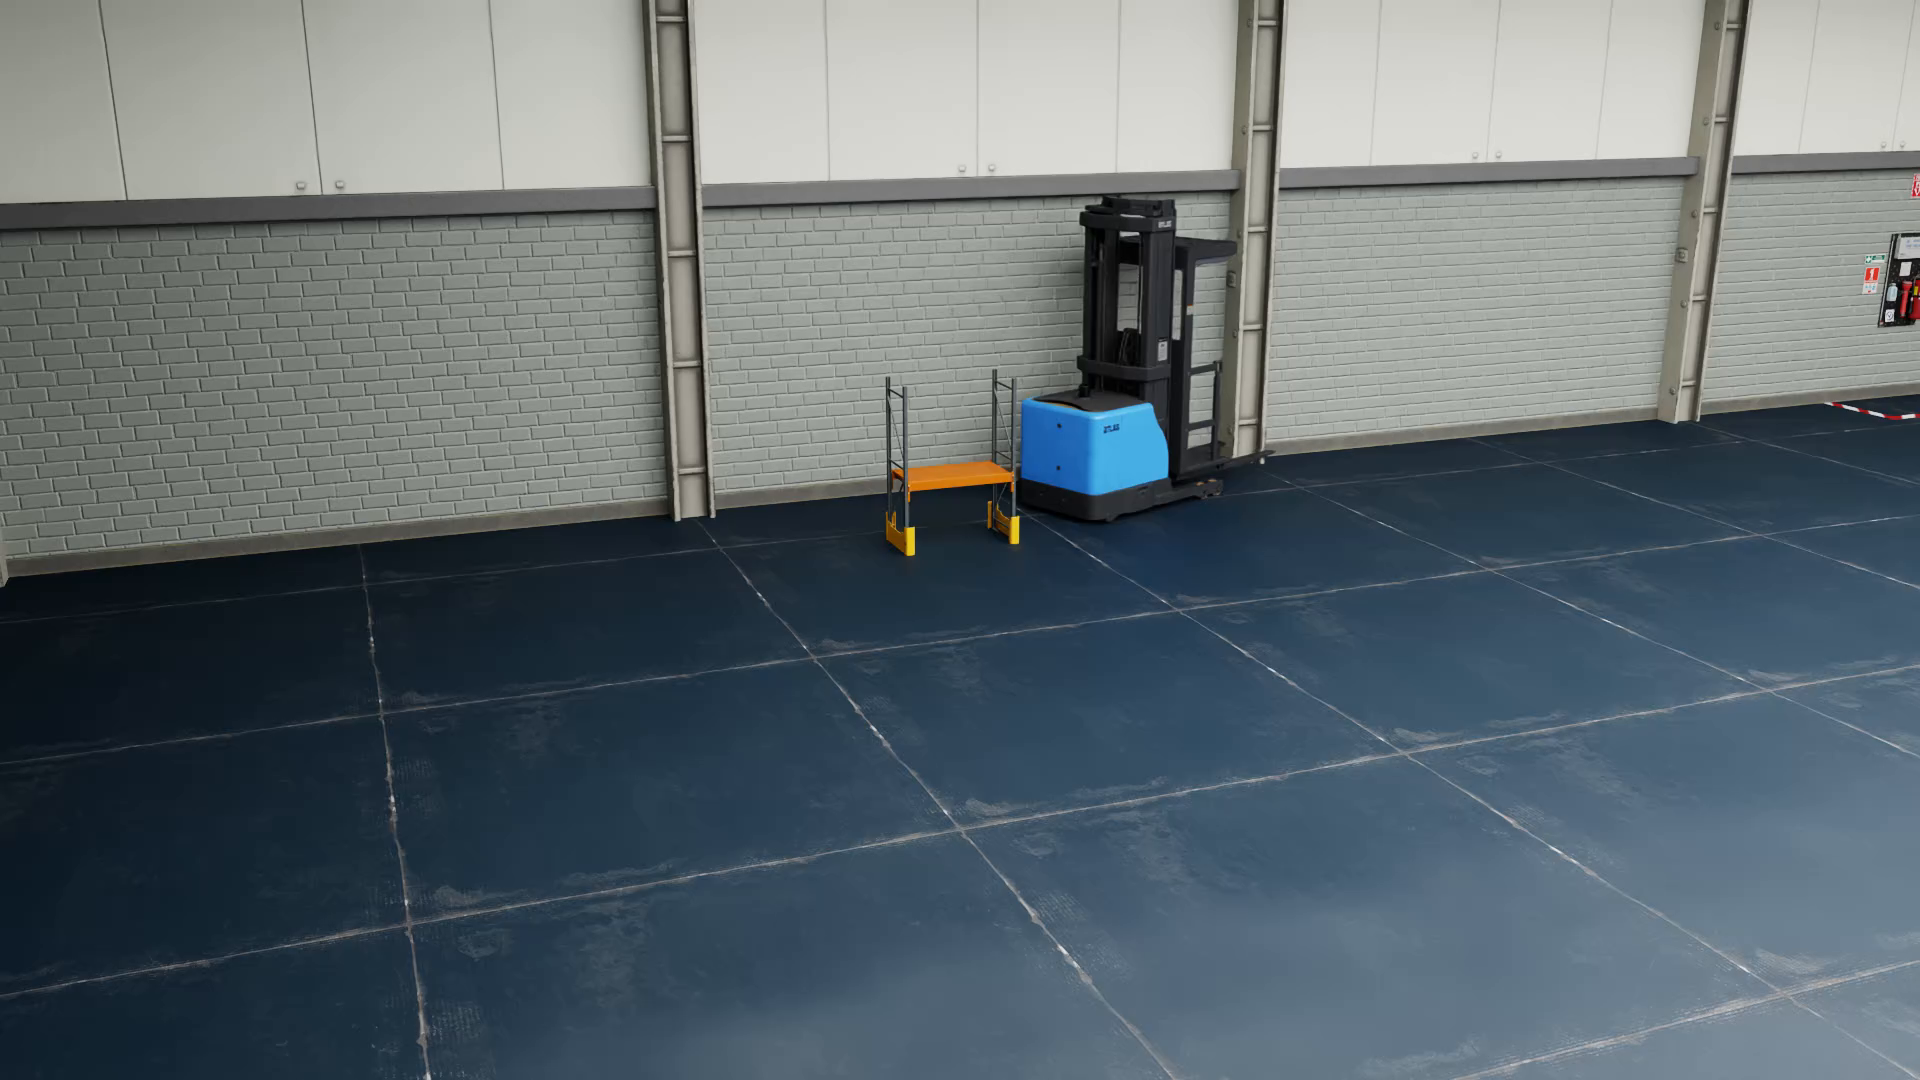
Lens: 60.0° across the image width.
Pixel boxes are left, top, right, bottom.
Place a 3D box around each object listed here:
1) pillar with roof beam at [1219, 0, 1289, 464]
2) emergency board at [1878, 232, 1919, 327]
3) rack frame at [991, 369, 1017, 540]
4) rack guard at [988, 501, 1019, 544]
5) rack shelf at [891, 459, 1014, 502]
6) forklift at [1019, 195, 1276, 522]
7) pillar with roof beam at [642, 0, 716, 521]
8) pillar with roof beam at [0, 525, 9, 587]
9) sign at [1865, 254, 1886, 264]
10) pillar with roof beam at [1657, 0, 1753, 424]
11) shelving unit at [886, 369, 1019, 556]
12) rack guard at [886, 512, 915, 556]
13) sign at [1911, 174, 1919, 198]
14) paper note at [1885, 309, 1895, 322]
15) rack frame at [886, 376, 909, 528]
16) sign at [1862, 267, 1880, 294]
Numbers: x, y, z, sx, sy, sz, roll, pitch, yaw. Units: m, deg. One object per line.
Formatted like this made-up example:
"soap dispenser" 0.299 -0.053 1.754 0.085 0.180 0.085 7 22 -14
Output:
"pillar with roof beam" 4.578 -4.028 12.844 0.400 9.000 9.100 -6 17 -20
"emergency board" 11.922 -3.253 20.852 0.643 1.169 0.194 -6 17 -20
"rack frame" 0.395 -0.762 15.032 0.032 1.500 0.500 -6 17 -20
"rack guard" 0.394 -0.162 15.208 0.087 0.250 0.587 -6 17 -20
"rack shelf" -0.080 -0.538 14.908 1.000 0.185 0.538 -6 17 -20
"forklift" 1.990 -1.905 16.384 3.031 2.935 1.130 -15 22 -41
"pillar with roof beam" -1.024 -3.423 10.784 0.400 9.000 9.100 -6 17 -20
"pillar with roof beam" -6.627 -2.818 8.724 0.400 9.000 9.100 -6 17 -20
"sign" 11.376 -3.494 20.668 0.331 0.109 0.001 -6 17 -20
"pillar with roof beam" 10.181 -4.633 14.904 0.400 9.000 9.100 -6 17 -20
"shelving unit" -0.071 -0.712 14.861 1.083 1.500 0.587 -6 17 -20
"rack guard" -0.536 -0.062 14.866 0.087 0.250 0.587 -6 17 -20
"sign" 11.879 -4.391 20.612 0.199 0.298 0.001 -6 17 -20
"paper note" 11.732 -2.831 20.977 0.142 0.148 0.016 -6 17 -20
"rack frame" -0.554 -0.660 14.683 0.032 1.500 0.500 -6 17 -20
"sign" 11.369 -3.241 20.749 0.234 0.329 0.001 -6 17 -20
